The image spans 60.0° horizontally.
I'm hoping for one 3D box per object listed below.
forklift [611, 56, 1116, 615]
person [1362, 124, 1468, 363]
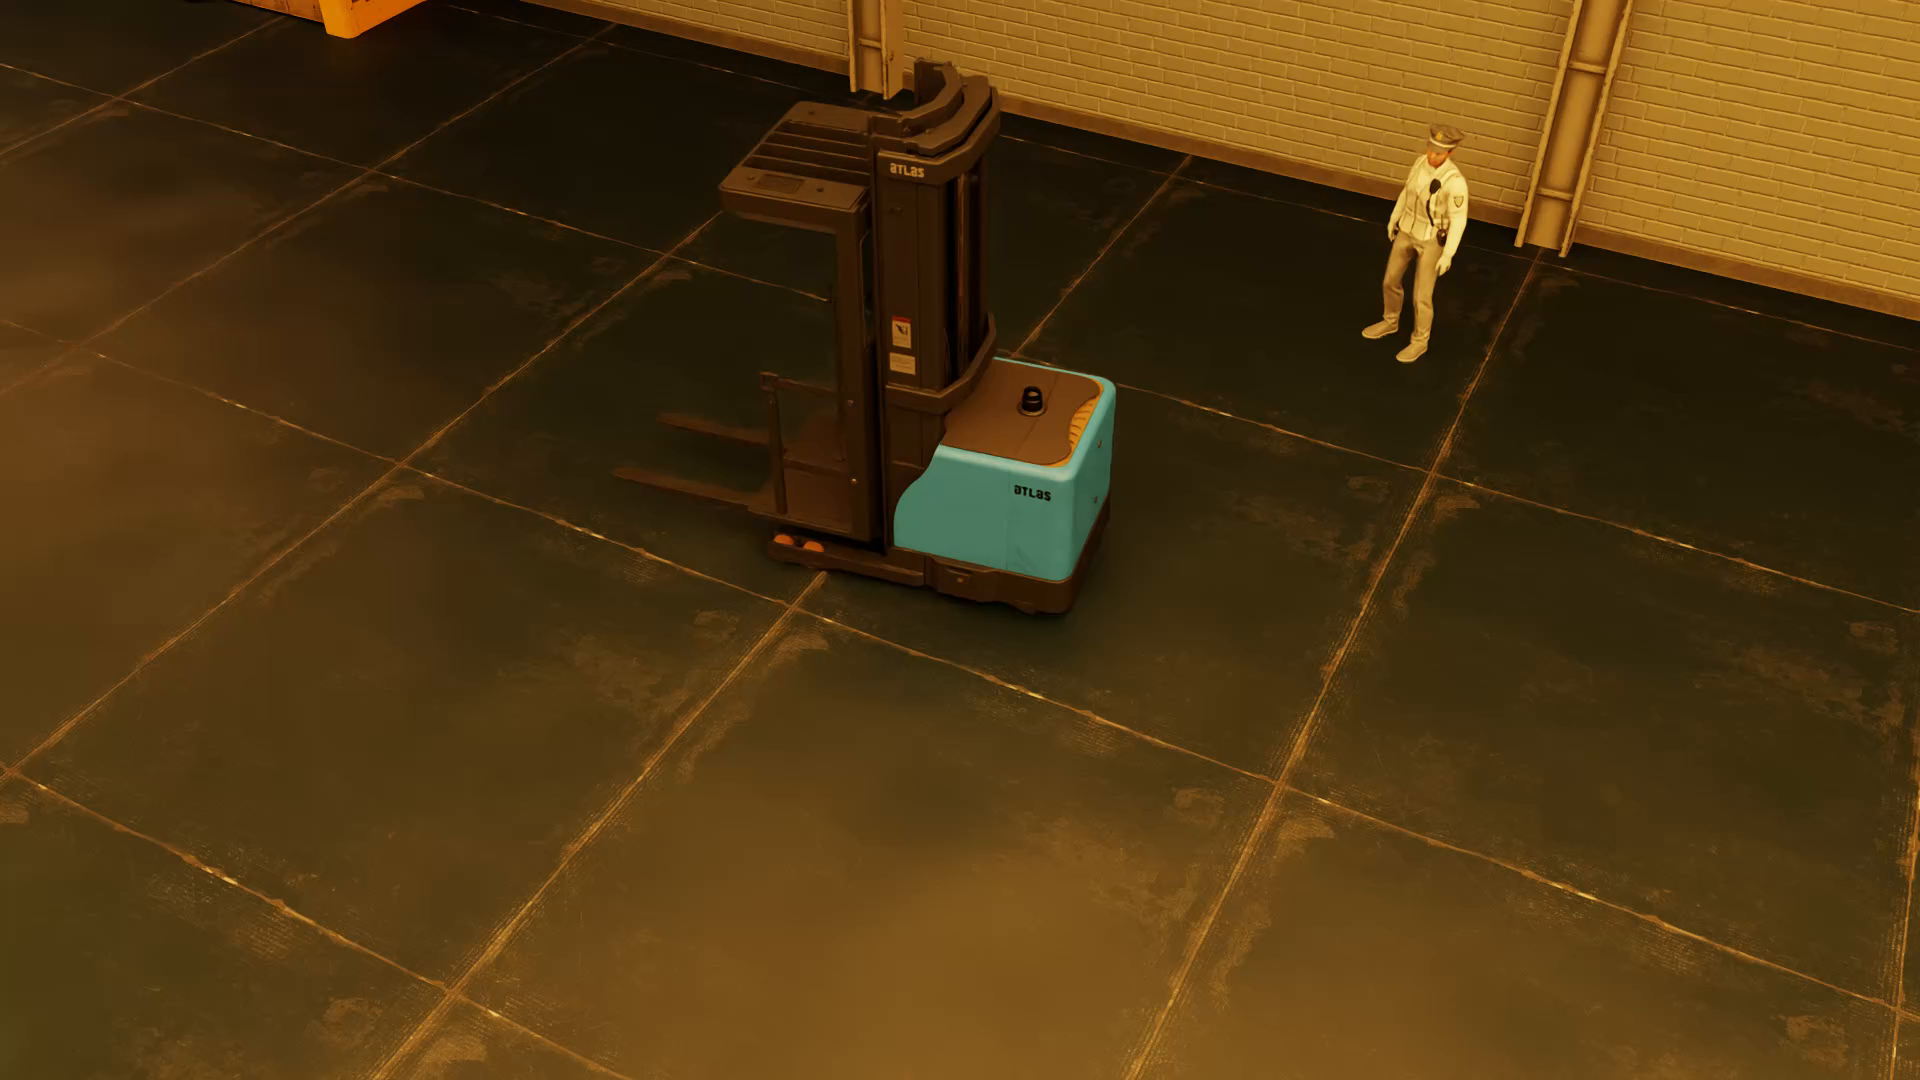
[{"bbox_3d":[-0.649,-1.256,9.478,3.031,2.935,1.130,12,42,14],"label":"forklift"},{"bbox_3d":[3.156,-2.061,11.411,0.382,1.676,0.632,-23,45,-25],"label":"person"}]
